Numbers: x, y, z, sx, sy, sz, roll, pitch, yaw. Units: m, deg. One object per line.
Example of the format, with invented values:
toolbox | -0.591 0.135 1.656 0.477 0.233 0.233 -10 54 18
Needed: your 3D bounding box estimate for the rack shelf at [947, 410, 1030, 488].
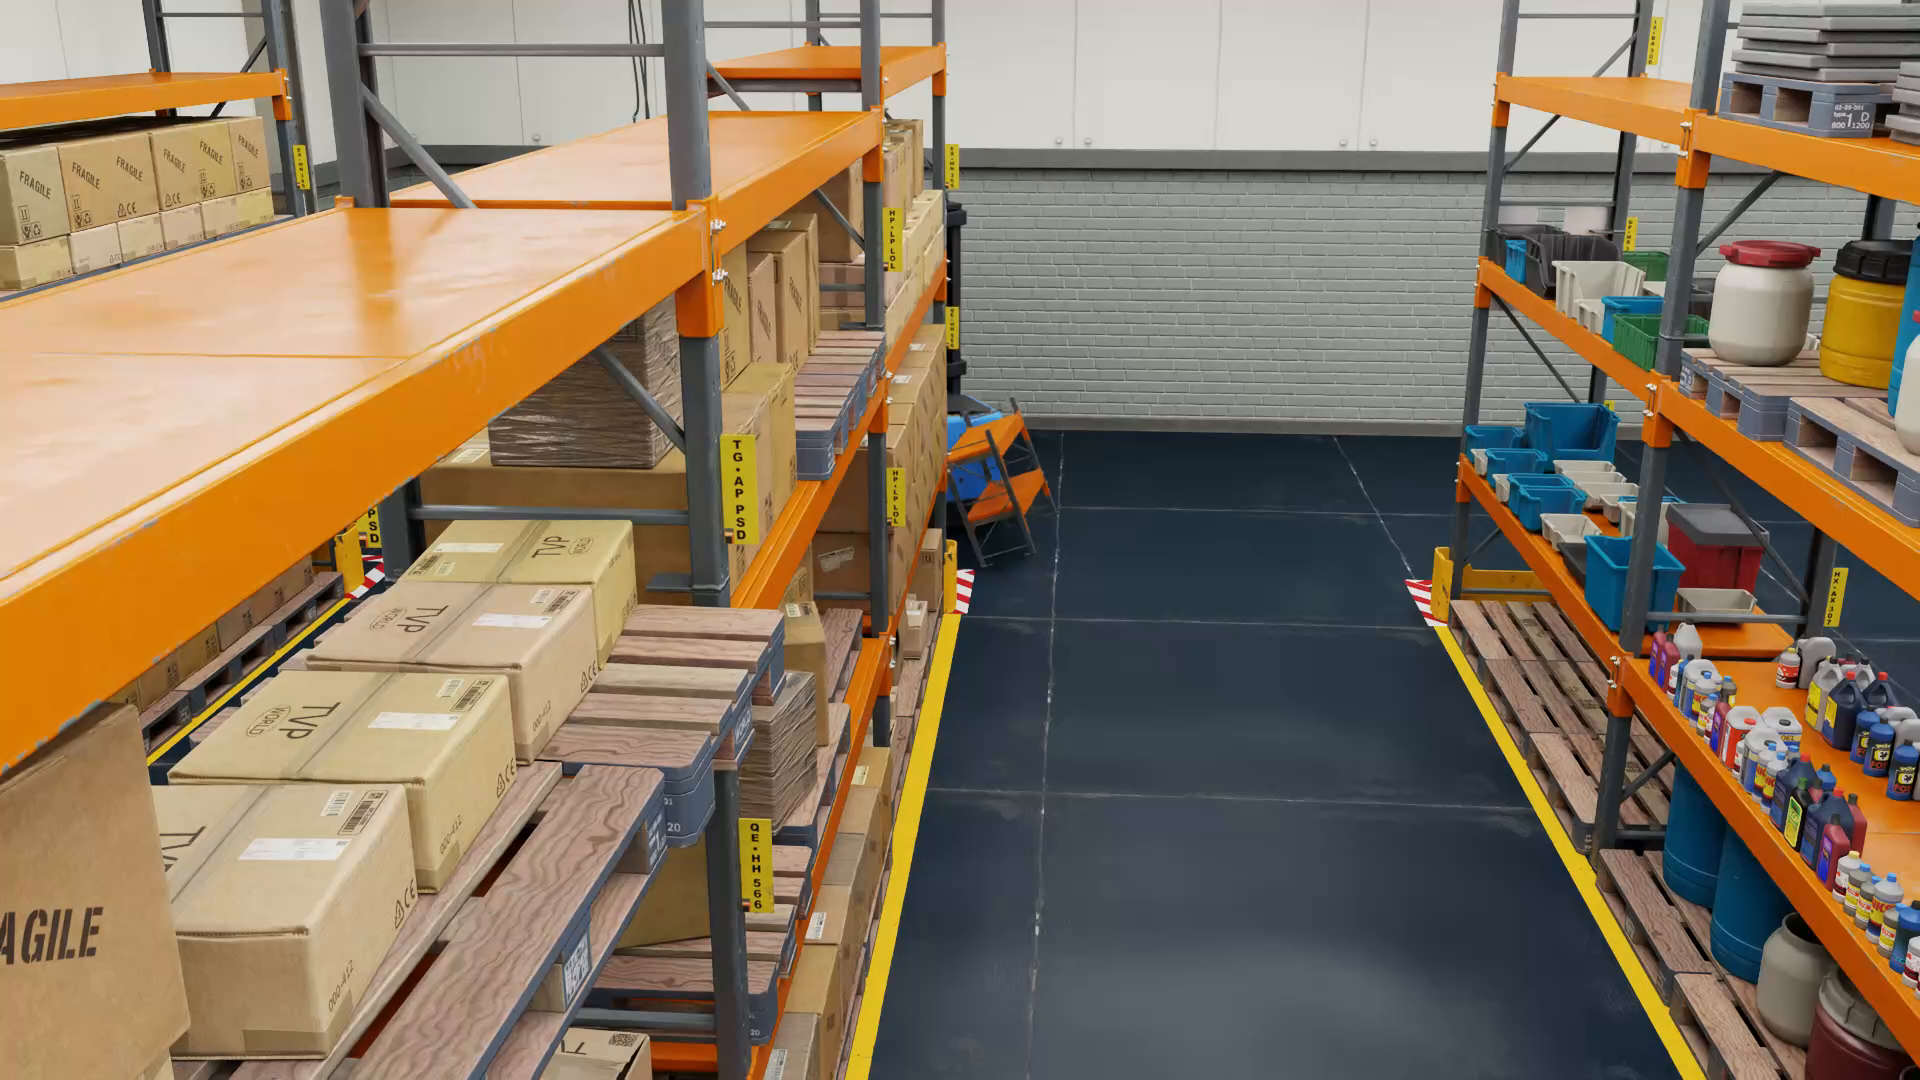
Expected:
rack shelf | 0.227 -0.777 14.290 0.538 0.278 1.000 -16 15 19

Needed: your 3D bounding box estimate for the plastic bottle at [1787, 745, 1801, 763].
plastic bottle | 3.672 1.007 7.353 0.097 0.201 0.097 0 18 0

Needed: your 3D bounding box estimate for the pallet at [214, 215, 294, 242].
pallet | -5.595 -2.196 12.132 1.003 0.211 1.213 1 18 4

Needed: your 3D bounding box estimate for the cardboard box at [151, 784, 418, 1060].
cardboard box | -1.273 0.647 2.880 0.500 0.250 0.500 0 18 -1

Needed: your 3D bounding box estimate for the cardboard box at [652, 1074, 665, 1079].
cardboard box | -1.352 1.860 6.533 0.500 0.250 0.500 2 18 6

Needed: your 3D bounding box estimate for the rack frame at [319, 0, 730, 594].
rack frame | -1.185 -1.300 4.438 1.000 3.000 0.127 1 18 4

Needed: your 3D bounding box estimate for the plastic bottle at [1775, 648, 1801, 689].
plastic bottle | 4.211 0.647 8.449 0.097 0.201 0.097 0 18 0

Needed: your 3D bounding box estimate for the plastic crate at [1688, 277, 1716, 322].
plastic crate | 4.405 -1.323 9.535 0.497 0.269 0.590 1 18 4

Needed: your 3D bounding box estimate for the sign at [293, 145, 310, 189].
sign | -5.012 -2.835 12.646 0.100 0.325 0.005 1 18 4

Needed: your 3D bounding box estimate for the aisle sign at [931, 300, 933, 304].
aisle sign | -0.301 -2.183 12.594 0.394 0.787 0.004 1 18 4

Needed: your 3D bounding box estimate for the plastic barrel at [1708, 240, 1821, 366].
plastic barrel | 3.755 -1.111 7.788 0.433 0.535 0.433 0 18 0

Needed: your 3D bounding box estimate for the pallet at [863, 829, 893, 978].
pallet | -0.918 1.887 8.825 1.003 0.211 1.213 1 18 4

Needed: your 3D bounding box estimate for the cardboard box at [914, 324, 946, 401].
cardboard box | -0.369 -1.312 12.343 0.500 0.500 0.500 1 18 3

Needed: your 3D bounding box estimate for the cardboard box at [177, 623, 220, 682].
cardboard box | -5.605 0.642 11.486 0.700 0.500 0.500 2 18 5

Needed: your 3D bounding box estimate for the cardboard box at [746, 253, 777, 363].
cardboard box | -1.100 -0.842 6.863 0.600 0.600 0.600 1 18 2

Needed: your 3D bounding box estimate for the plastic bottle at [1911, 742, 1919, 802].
plastic bottle | 4.248 0.993 7.275 0.152 0.276 0.135 1 18 4

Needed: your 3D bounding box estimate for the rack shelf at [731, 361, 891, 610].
rack shelf | -1.041 -0.154 6.913 1.077 0.370 4.000 1 18 4

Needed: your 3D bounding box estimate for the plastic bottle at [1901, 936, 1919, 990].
plastic bottle | 3.409 1.485 5.894 0.097 0.201 0.097 0 18 0

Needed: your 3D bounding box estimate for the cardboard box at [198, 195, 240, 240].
cardboard box | -5.376 -2.249 11.559 0.500 0.250 0.500 1 18 2

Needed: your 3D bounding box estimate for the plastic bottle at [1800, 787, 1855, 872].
plastic bottle | 3.494 1.147 6.683 0.144 0.351 0.185 1 18 4

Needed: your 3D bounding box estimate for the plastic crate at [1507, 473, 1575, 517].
plastic crate | 3.889 -0.293 11.171 0.416 0.233 0.300 1 18 4

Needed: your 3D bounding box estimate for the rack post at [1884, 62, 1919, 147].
rack post | 4.024 -1.561 6.039 0.937 0.300 0.954 3 18 10

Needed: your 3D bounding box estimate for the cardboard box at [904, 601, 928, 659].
cardboard box | -0.502 0.633 11.884 0.500 0.250 0.500 1 18 4

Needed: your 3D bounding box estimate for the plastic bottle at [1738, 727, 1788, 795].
plastic bottle | 3.546 0.974 7.332 0.152 0.276 0.135 1 18 4

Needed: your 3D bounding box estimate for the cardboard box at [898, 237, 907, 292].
cardboard box | -0.581 -1.584 9.560 0.500 0.250 0.500 1 18 4

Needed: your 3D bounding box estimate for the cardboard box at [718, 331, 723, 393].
cardboard box | -1.110 -0.691 5.631 0.500 0.500 0.500 1 18 4

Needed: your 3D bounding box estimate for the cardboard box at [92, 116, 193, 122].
cardboard box | -5.845 -2.779 11.972 0.500 0.500 0.500 1 18 2

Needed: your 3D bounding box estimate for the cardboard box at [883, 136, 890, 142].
cardboard box | -0.810 -2.258 10.412 0.700 0.500 0.500 1 18 4

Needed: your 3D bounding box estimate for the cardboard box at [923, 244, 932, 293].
cardboard box | -0.455 -1.812 11.059 0.500 0.250 0.500 1 18 4

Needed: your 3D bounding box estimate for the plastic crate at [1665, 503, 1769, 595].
plastic crate | 4.357 0.090 9.633 0.402 0.464 0.583 1 18 4

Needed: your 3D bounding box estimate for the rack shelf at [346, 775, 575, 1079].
rack shelf | -1.328 1.089 3.122 1.077 0.370 4.000 1 18 4

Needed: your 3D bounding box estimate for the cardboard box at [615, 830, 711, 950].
cardboard box | -1.252 1.106 5.896 0.700 0.500 0.500 -5 19 -15

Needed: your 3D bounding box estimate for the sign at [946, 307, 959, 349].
sign | -0.059 -1.616 12.669 0.100 0.325 0.005 1 18 4

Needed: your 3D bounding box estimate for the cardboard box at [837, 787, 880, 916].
cardboard box | -0.691 1.600 8.529 0.500 0.500 0.500 1 18 4

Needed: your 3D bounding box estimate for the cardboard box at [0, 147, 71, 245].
cardboard box | -5.508 -1.974 9.513 0.500 0.500 0.500 1 18 3

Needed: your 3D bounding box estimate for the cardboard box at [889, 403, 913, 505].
cardboard box | -0.547 -0.514 9.909 0.500 0.500 0.500 1 18 2

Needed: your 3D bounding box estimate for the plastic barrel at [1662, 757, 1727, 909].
plastic barrel | 3.987 1.387 8.570 0.600 0.901 0.708 1 18 4

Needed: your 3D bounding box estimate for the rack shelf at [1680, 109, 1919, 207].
rack shelf | 3.899 -1.277 6.167 1.077 0.370 4.000 1 18 4

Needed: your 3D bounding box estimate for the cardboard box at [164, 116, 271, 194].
cardboard box | -5.333 -2.767 11.935 0.500 0.500 0.500 1 18 4

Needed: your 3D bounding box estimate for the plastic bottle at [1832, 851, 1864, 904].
plastic bottle | 3.451 1.303 6.448 0.097 0.201 0.097 0 18 0

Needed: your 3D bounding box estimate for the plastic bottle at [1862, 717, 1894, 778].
plastic bottle | 4.139 0.926 7.486 0.097 0.271 0.097 0 18 0

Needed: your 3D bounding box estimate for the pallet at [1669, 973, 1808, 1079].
pallet | 3.861 2.364 7.369 1.003 0.211 1.213 1 18 4

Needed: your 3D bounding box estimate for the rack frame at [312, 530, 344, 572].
rack frame | -5.552 -1.043 13.289 1.000 3.000 0.127 1 18 4

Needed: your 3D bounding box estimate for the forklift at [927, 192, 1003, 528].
forklift | -0.657 -1.880 15.953 1.130 2.935 3.031 -8 20 -23

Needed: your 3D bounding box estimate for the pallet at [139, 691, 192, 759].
pallet | -5.706 1.290 10.648 1.003 0.211 1.213 1 18 4

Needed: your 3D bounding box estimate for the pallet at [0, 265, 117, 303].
pallet | -5.770 -1.438 9.819 1.003 0.211 1.213 1 18 4

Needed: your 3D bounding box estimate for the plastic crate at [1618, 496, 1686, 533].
plastic crate | 4.438 -0.127 10.667 0.416 0.233 0.300 1 18 4

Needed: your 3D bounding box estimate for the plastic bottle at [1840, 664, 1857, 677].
plastic bottle | 4.310 0.722 8.100 0.152 0.276 0.135 1 18 4

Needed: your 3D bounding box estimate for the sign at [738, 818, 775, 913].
sign | -0.631 1.012 5.158 0.100 0.325 0.005 1 18 4

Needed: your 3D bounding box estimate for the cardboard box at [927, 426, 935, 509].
cardboard box | -0.447 -0.520 11.532 0.500 0.500 0.500 1 18 4

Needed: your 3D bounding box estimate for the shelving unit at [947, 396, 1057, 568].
shelving unit | 0.329 -0.513 14.363 0.538 1.125 1.048 -16 15 19

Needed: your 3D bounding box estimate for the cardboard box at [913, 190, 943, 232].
cardboard box | -0.394 -2.360 11.929 0.500 0.250 0.500 1 18 4

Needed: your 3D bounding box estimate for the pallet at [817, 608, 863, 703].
pallet | -1.064 0.646 8.444 1.003 0.211 1.213 1 18 4

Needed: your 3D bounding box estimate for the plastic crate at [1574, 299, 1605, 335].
plastic crate | 3.754 -1.283 9.628 0.293 0.136 0.466 1 18 4

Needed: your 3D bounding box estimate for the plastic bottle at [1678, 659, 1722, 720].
plastic bottle | 3.603 0.728 8.083 0.152 0.276 0.135 1 18 4
